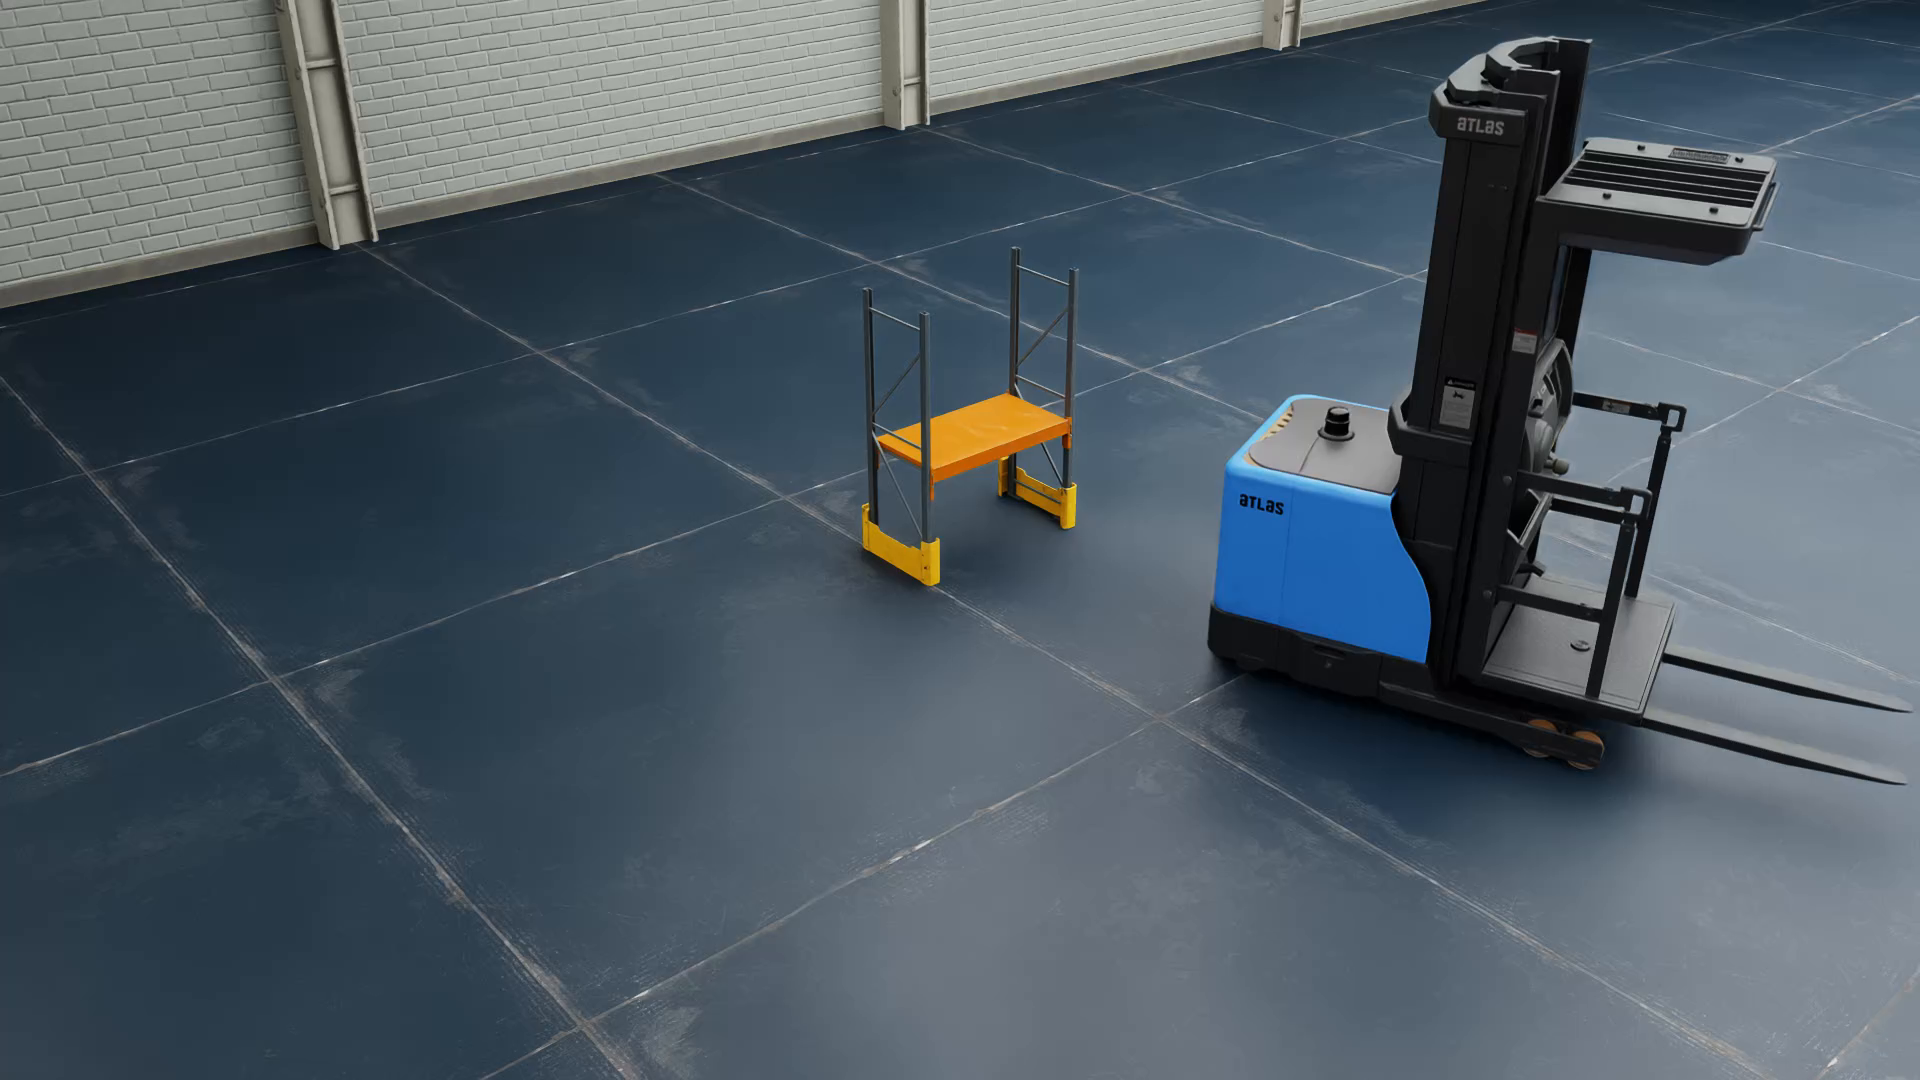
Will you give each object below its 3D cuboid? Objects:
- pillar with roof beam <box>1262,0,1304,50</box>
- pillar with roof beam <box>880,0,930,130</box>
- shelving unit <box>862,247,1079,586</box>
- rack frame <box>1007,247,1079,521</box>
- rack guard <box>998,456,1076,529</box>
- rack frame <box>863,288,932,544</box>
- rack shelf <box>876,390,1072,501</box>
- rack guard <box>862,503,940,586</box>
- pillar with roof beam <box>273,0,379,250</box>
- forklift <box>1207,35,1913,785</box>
[{"bbox_3d":[6.799,-8.605,15.805,0.400,9.000,9.100,-22,35,-35],"label":"pillar with roof beam"},{"bbox_3d":[2.234,-6.770,12.370,0.400,9.000,9.100,-22,35,-35],"label":"pillar with roof beam"},{"bbox_3d":[0.058,-0.685,8.940,1.083,1.500,0.587,-22,35,-35],"label":"shelving unit"},{"bbox_3d":[0.452,-0.843,9.236,0.032,1.500,0.500,-22,35,-35],"label":"rack frame"},{"bbox_3d":[0.437,-0.286,9.520,0.087,0.250,0.587,-22,35,-35],"label":"rack guard"},{"bbox_3d":[-0.322,-0.532,8.654,0.032,1.500,0.500,-22,35,-35],"label":"rack frame"},{"bbox_3d":[0.065,-0.529,9.030,1.000,0.185,0.538,-22,35,-35],"label":"rack shelf"},{"bbox_3d":[-0.321,0.019,8.950,0.087,0.250,0.587,-22,35,-35],"label":"rack guard"},{"bbox_3d":[-2.330,-4.934,8.935,0.400,9.000,9.100,-22,35,-35],"label":"pillar with roof beam"},{"bbox_3d":[2.752,-0.565,7.198,3.031,2.935,1.130,14,31,25],"label":"forklift"}]
